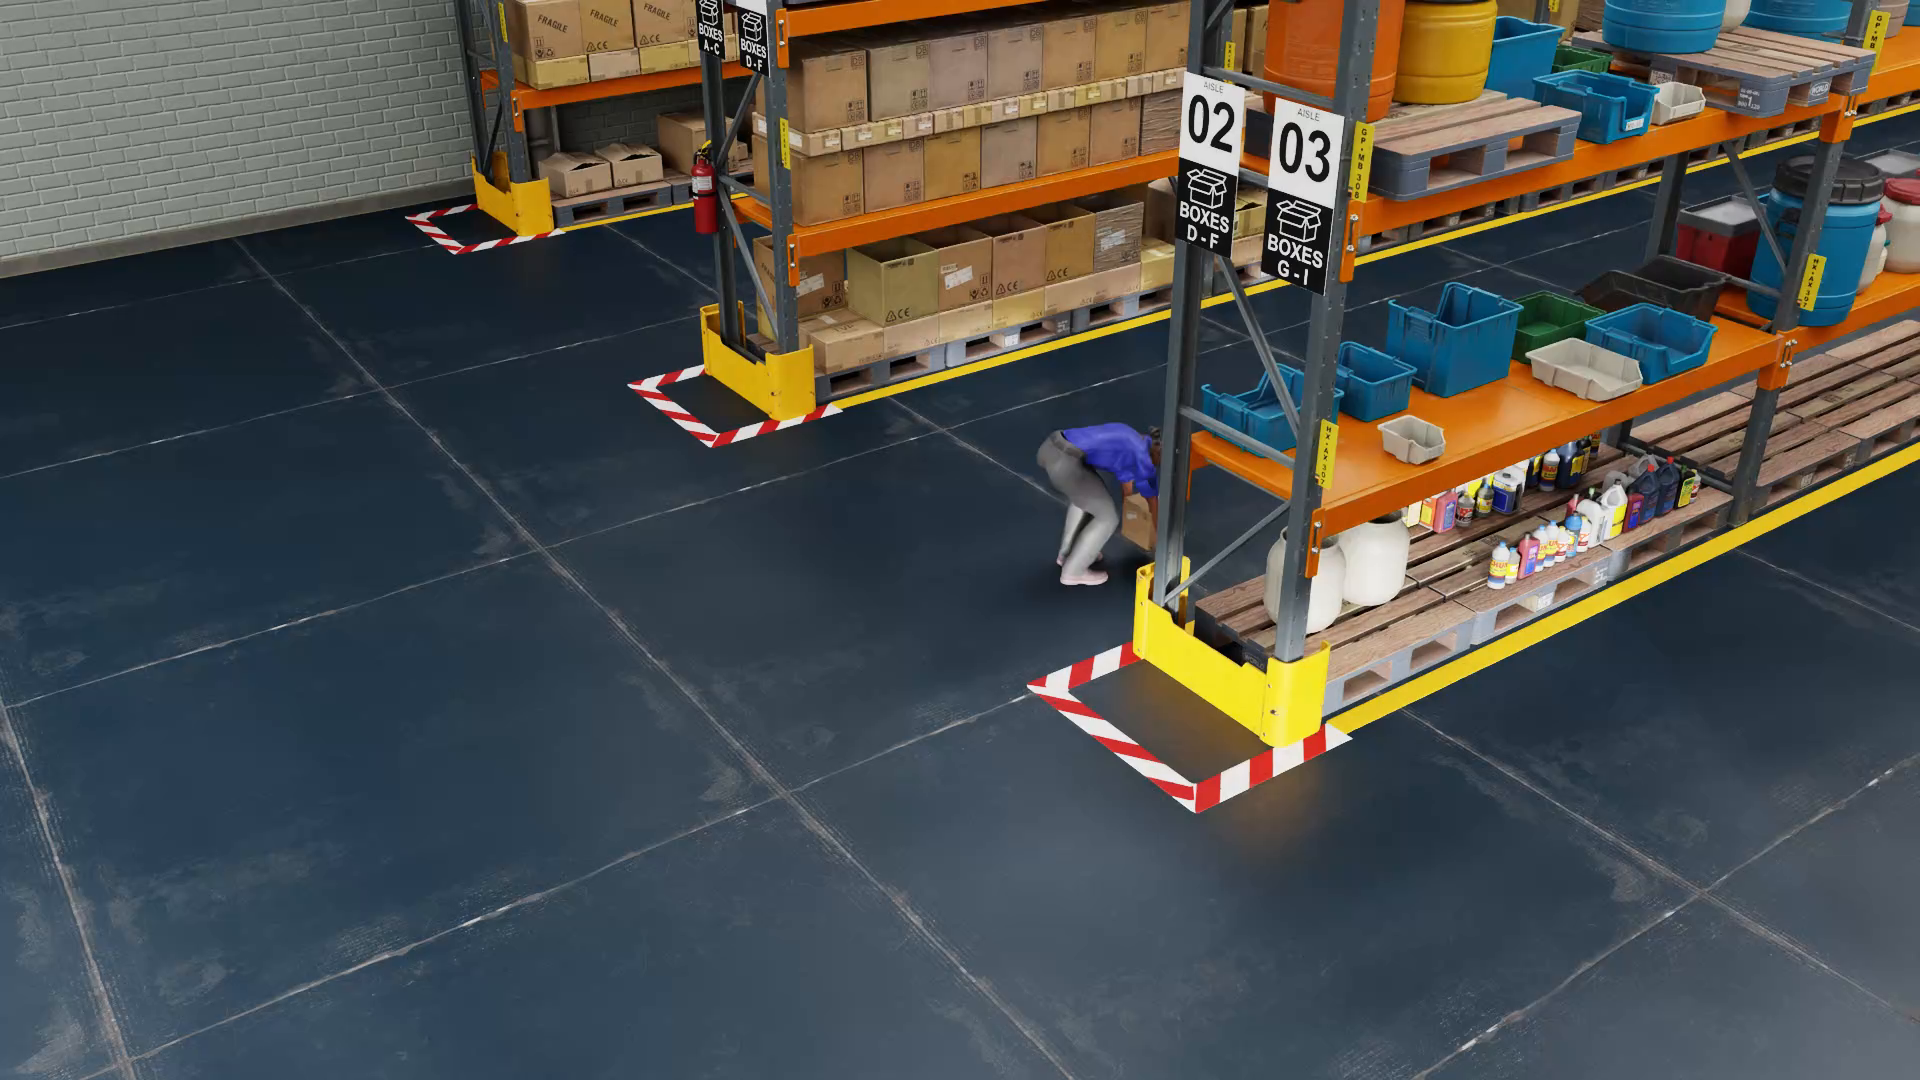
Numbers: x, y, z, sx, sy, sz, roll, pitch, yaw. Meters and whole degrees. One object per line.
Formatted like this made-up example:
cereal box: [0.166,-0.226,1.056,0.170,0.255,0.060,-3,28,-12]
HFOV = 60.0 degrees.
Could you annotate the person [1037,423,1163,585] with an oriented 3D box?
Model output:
person: [0.881,-0.243,9.824,0.874,0.937,0.437,-9,30,-16]
